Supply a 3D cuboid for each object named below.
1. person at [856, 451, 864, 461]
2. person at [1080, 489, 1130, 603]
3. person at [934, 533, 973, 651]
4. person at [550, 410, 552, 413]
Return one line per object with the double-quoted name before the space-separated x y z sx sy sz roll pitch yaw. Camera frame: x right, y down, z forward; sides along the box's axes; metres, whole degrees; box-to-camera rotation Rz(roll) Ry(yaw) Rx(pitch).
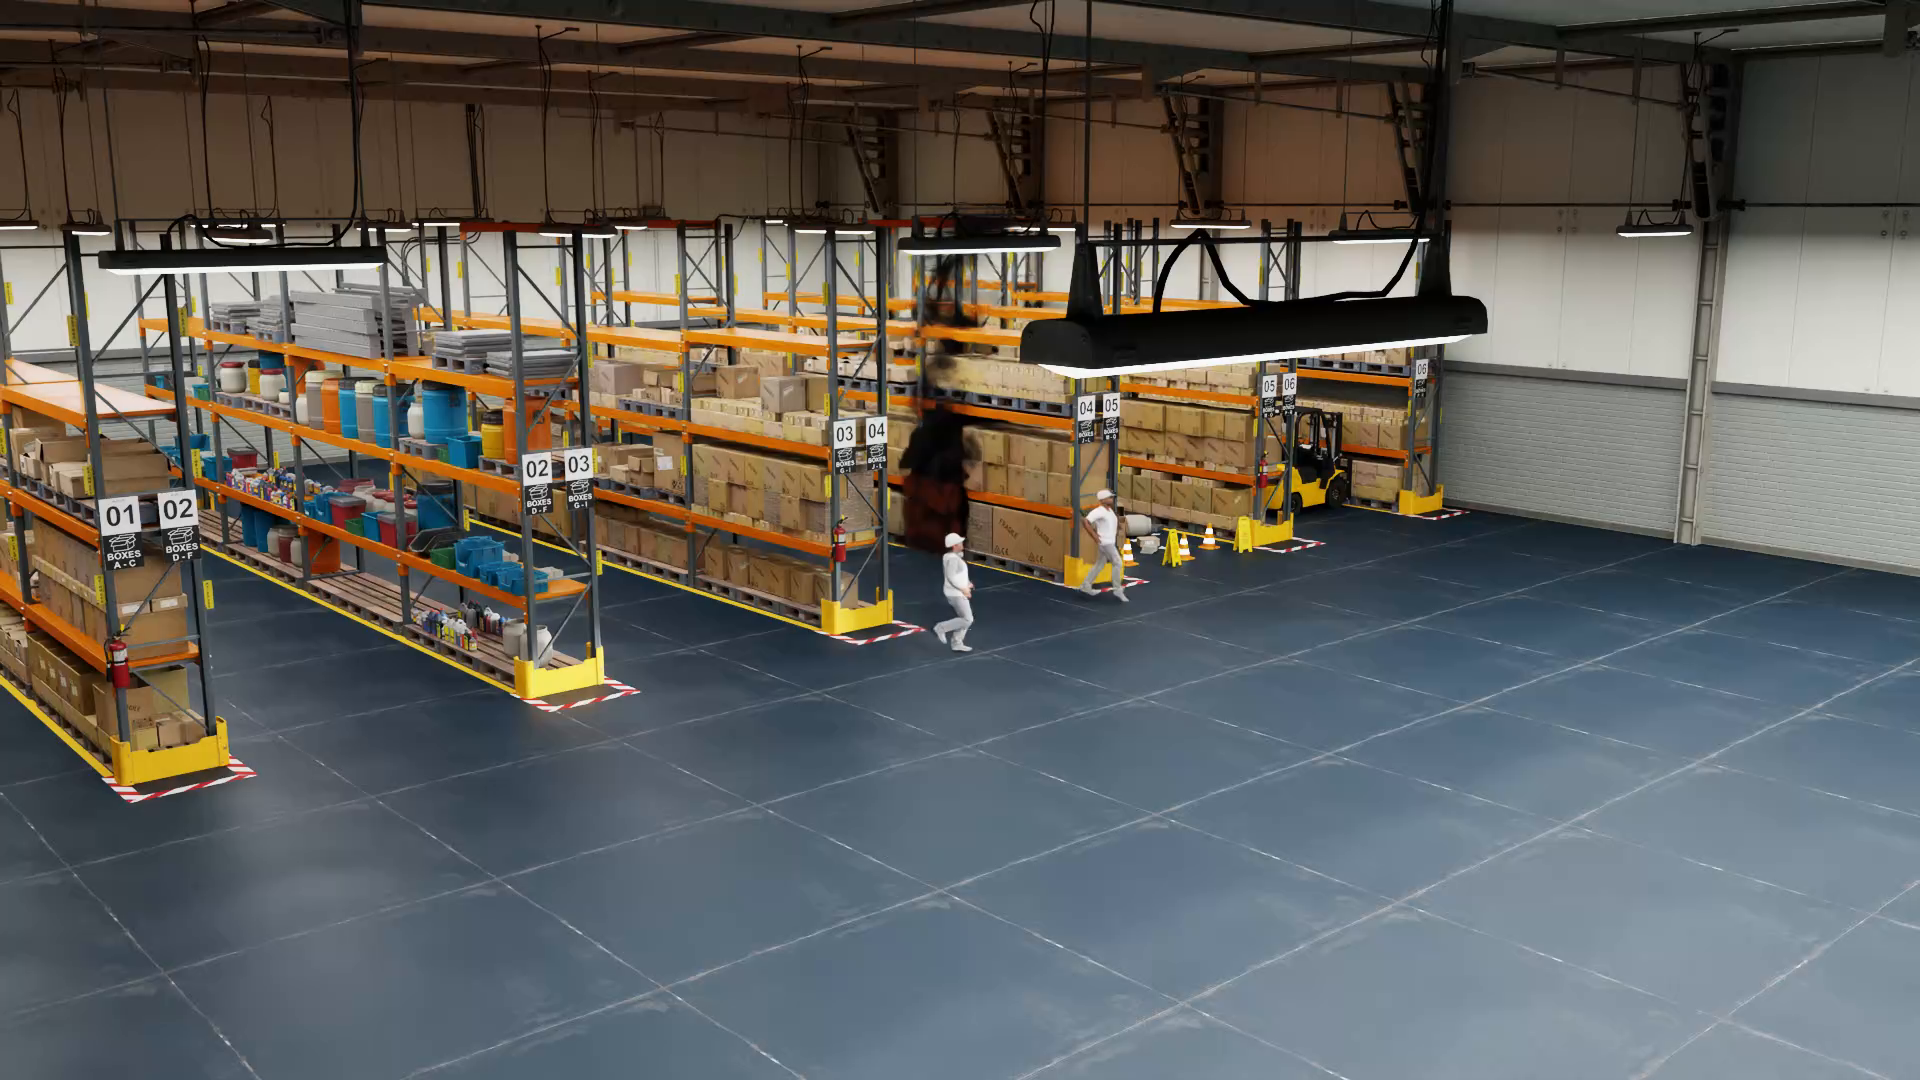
"person" -1.820 -0.823 30.270 0.593 1.697 0.612 -11 16 -44
"person" 2.372 0.083 26.983 0.816 1.813 0.748 2 12 8
"person" -0.099 0.756 23.824 0.596 1.736 0.661 -1 12 -7
"person" -9.681 -2.255 39.092 0.599 1.612 0.668 2 12 9
